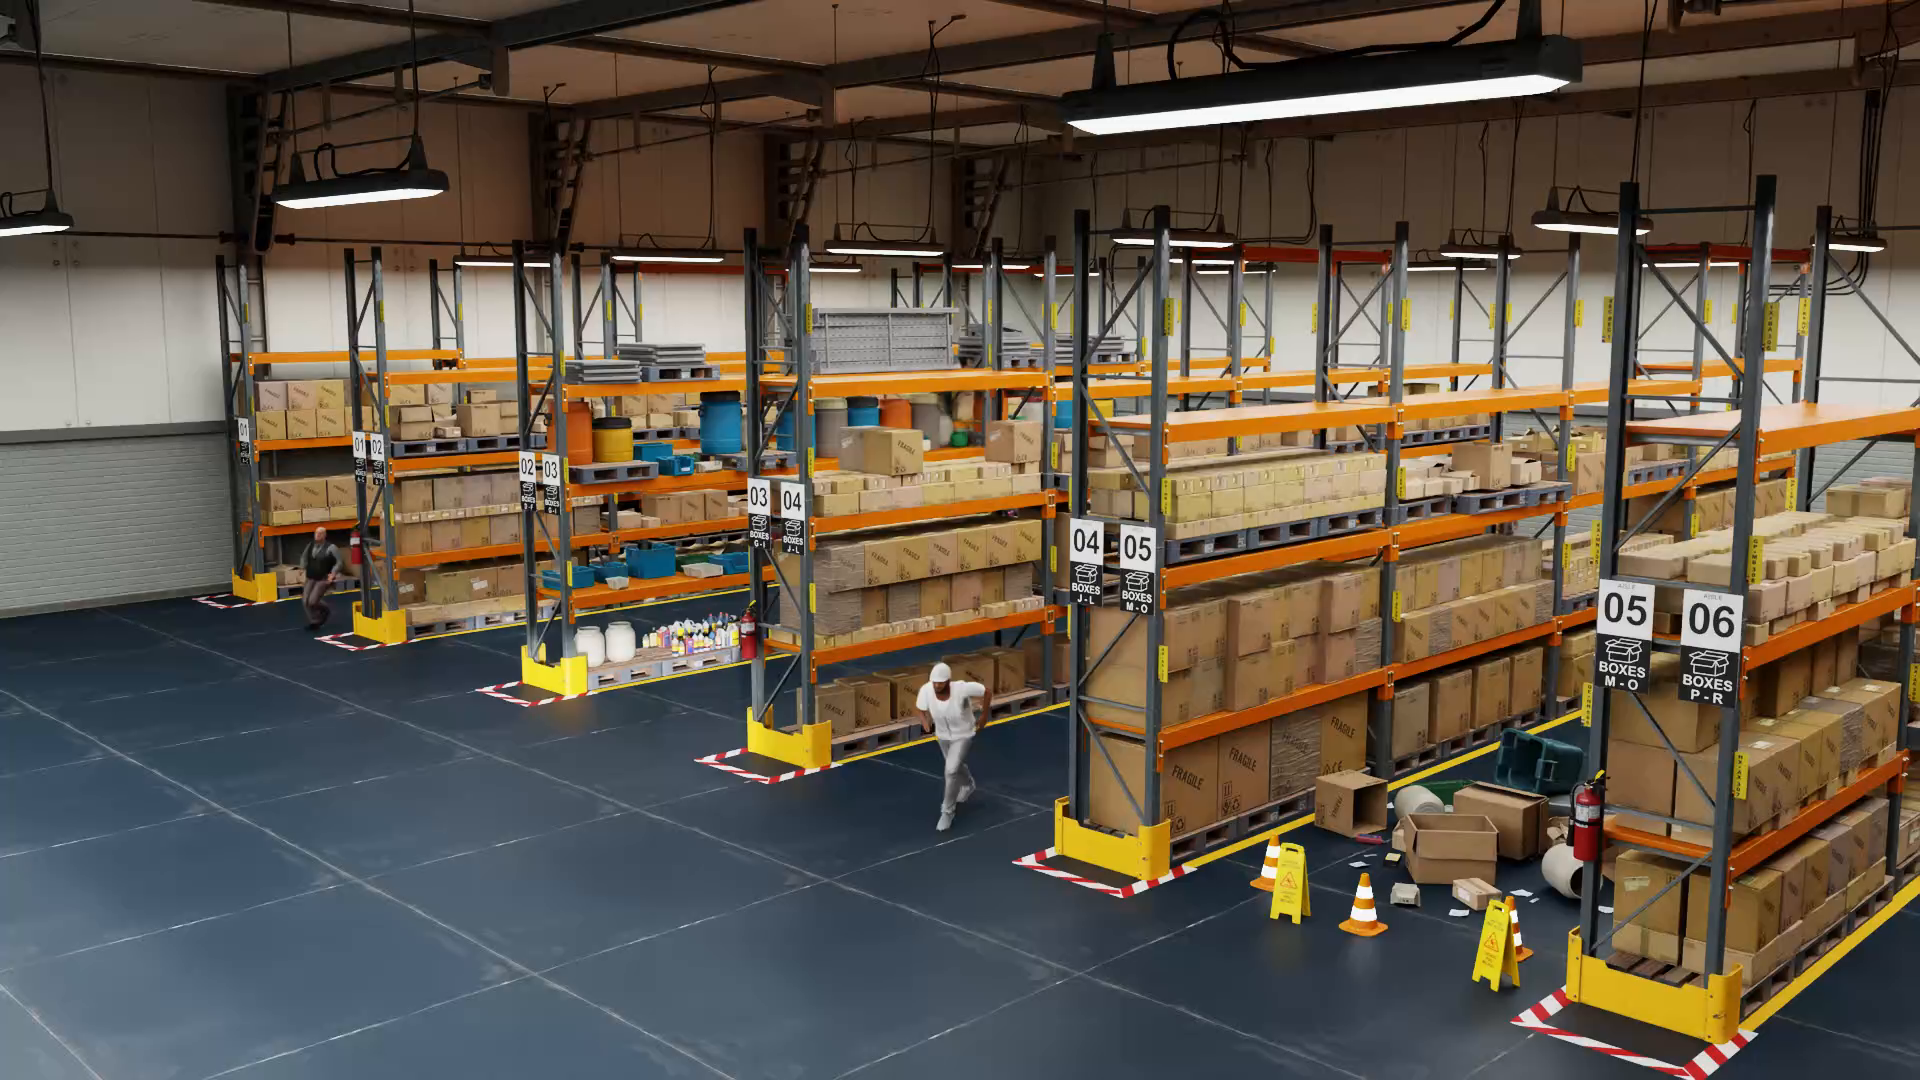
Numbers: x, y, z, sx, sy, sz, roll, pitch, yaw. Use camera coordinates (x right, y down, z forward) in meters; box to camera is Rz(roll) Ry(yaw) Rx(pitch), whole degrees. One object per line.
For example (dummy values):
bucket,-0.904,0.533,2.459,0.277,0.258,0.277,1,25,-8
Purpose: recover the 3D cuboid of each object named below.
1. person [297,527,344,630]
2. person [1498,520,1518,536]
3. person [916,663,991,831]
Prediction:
person,-10.171,0.623,26.374,0.711,1.665,0.517,2,8,17
person,10.096,-0.124,31.134,0.725,1.815,1.045,-2,8,-14
person,-0.040,2.014,16.706,0.747,1.714,1.045,3,9,21
